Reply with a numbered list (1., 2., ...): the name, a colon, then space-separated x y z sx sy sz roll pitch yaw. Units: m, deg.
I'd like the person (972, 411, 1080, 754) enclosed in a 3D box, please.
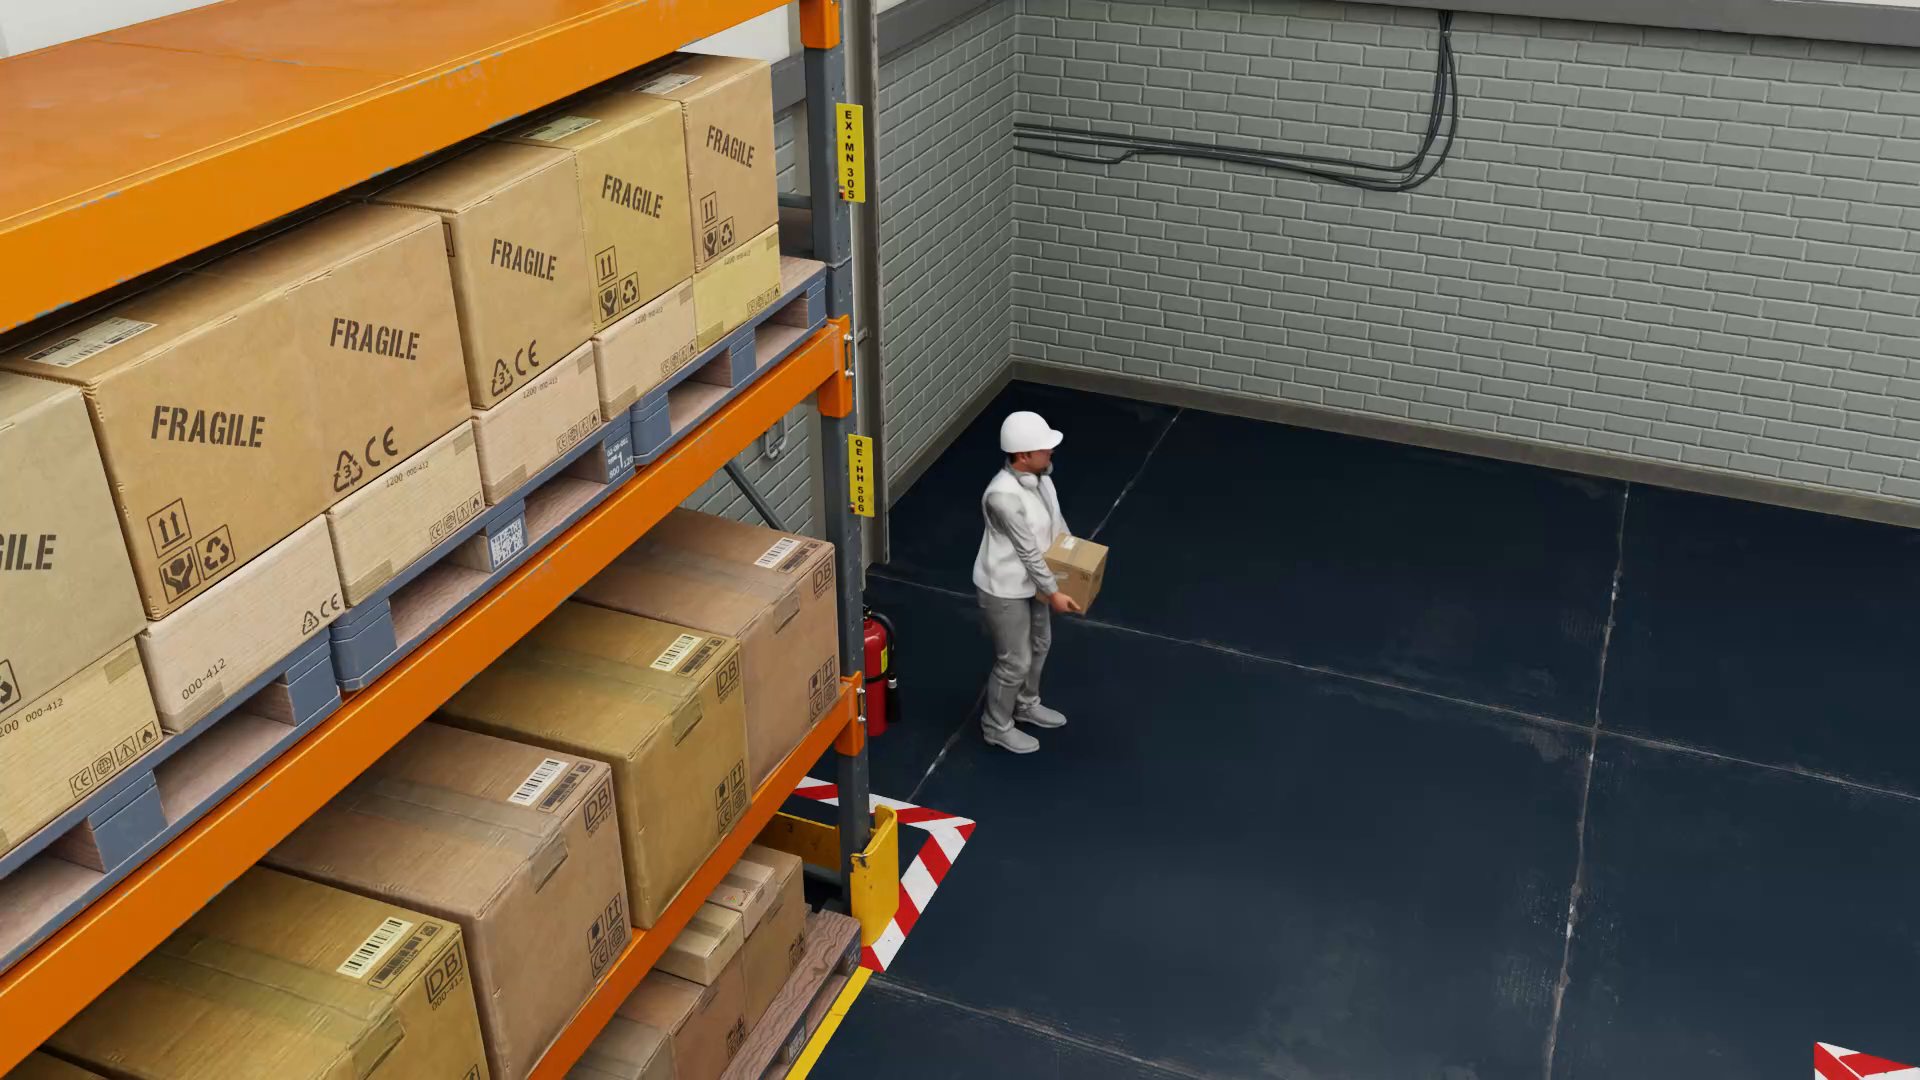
1. person: 0.359 0.200 8.025 0.558 1.772 0.494 11 31 18
